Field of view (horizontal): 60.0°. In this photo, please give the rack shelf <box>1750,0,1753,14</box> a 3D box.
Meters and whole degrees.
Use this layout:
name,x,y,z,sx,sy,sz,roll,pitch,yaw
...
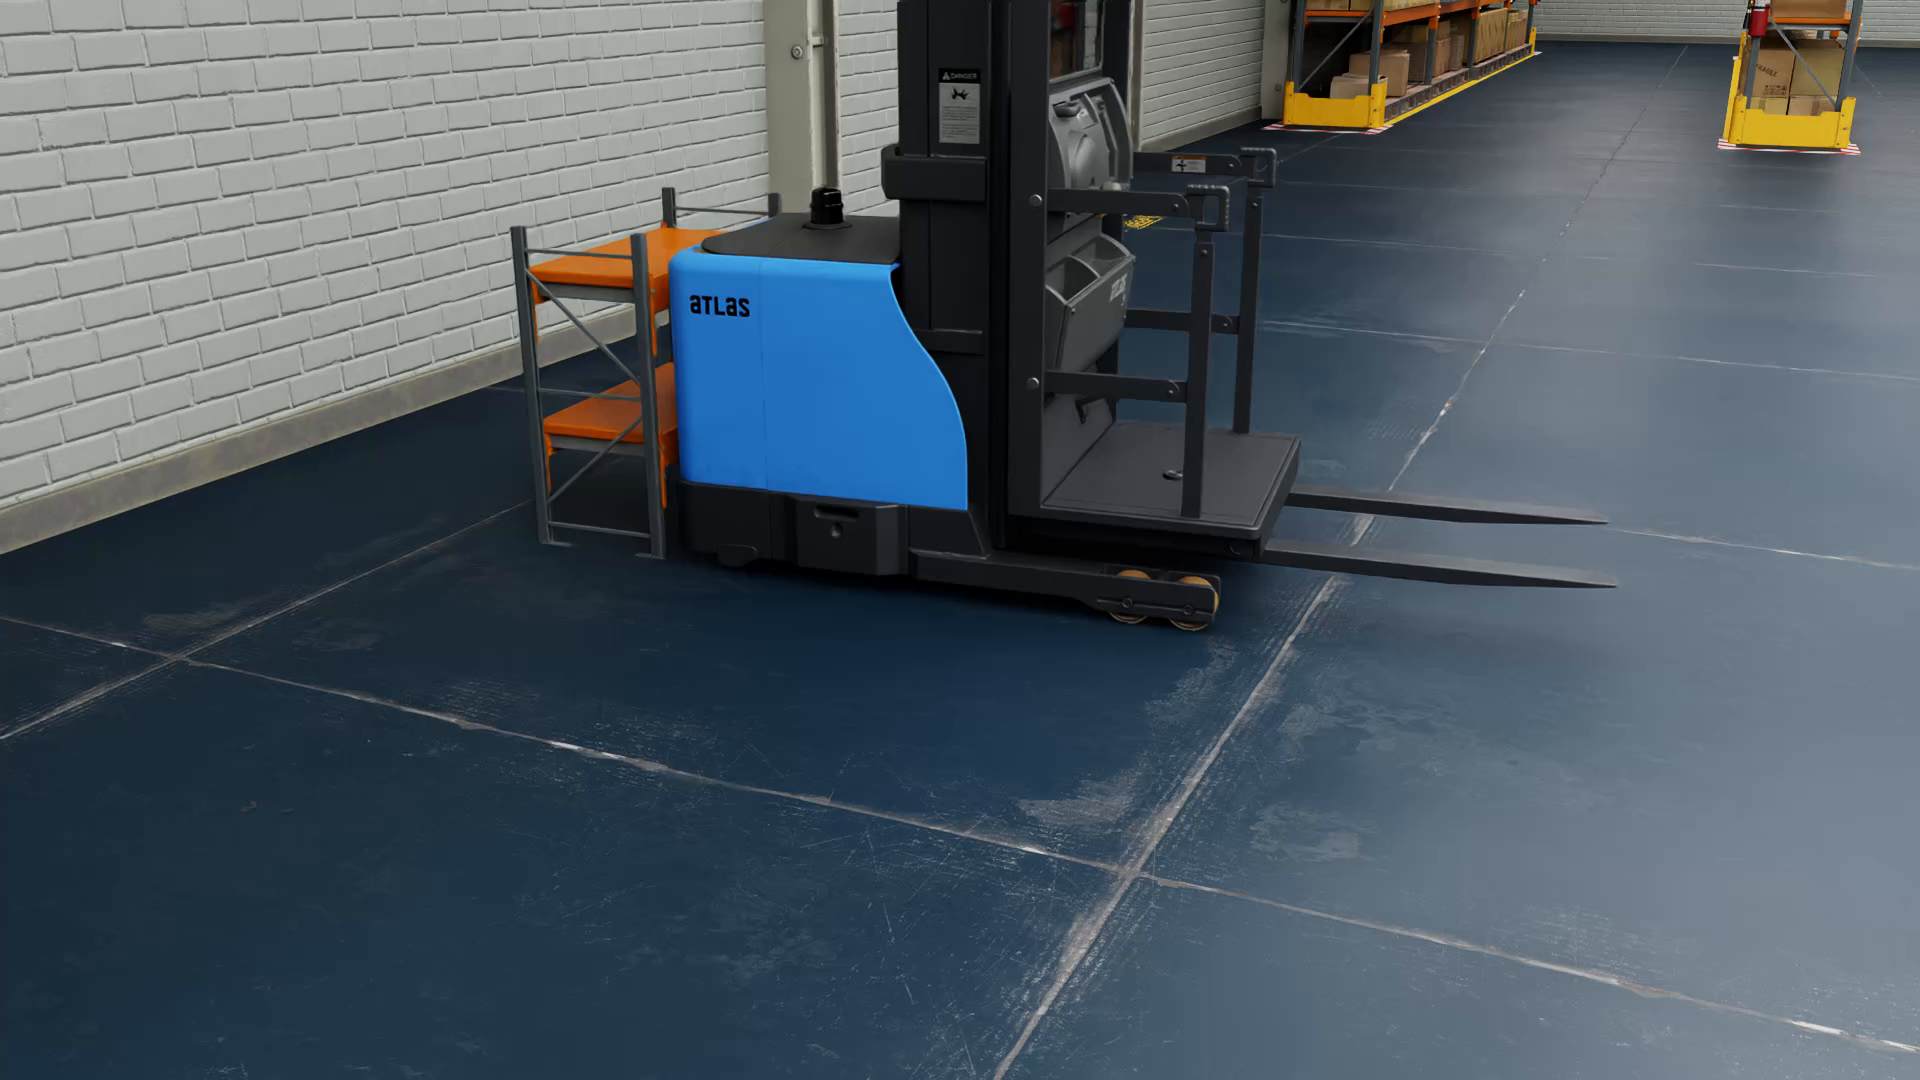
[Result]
name,x,y,z,sx,sy,sz,roll,pitch,yaw
rack shelf,13.072,-8.432,26.275,1.077,0.370,4.000,9,21,23

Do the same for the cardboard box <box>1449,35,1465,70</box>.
name,x,y,z,sx,sy,sz,roll,pitch,yaw
cardboard box,7.485,-7.640,26.050,0.700,0.500,0.500,9,21,23

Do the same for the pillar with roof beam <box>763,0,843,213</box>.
name,x,y,z,sx,sy,sz,roll,pitch,yaw
pillar with roof beam,2.968,-5.293,7.421,9.100,9.000,0.400,9,21,23

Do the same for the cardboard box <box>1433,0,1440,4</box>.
name,x,y,z,sx,sy,sz,roll,pitch,yaw
cardboard box,6.177,-7.368,22.403,0.500,0.250,0.500,9,21,23

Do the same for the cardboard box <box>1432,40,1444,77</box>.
name,x,y,z,sx,sy,sz,roll,pitch,yaw
cardboard box,6.792,-7.187,24.776,0.700,0.500,0.500,9,21,23

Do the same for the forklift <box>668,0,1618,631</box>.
name,x,y,z,sx,sy,sz,roll,pitch,yaw
forklift,0.608,-1.298,5.243,3.031,2.935,1.130,6,20,17

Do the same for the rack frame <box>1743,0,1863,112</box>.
name,x,y,z,sx,sy,sz,roll,pitch,yaw
rack frame,8.977,-5.714,17.559,1.000,3.000,0.127,9,21,23

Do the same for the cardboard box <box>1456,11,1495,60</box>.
name,x,y,z,sx,sy,sz,roll,pitch,yaw
cardboard box,8.518,-8.497,27.965,0.750,0.750,0.750,8,21,22

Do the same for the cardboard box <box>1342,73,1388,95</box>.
name,x,y,z,sx,sy,sz,roll,pitch,yaw
cardboard box,5.055,-5.706,20.894,0.500,0.311,0.500,11,22,27

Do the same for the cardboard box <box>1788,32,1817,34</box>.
name,x,y,z,sx,sy,sz,roll,pitch,yaw
cardboard box,13.535,-7.918,26.831,0.500,0.500,0.500,9,21,23

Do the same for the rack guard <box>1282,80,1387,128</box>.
name,x,y,z,sx,sy,sz,roll,pitch,yaw
rack guard,4.488,-5.238,19.951,1.175,0.500,0.348,9,21,23

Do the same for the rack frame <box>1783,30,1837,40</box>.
name,x,y,z,sx,sy,sz,roll,pitch,yaw
rack frame,10.615,-6.937,20.997,1.000,3.000,0.127,9,21,23

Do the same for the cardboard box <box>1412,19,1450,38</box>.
name,x,y,z,sx,sy,sz,roll,pitch,yaw
cardboard box,7.195,-7.828,25.458,0.500,0.250,0.500,9,21,24

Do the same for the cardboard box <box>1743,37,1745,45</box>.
name,x,y,z,sx,sy,sz,roll,pitch,yaw
cardboard box,14.843,-9.237,30.911,0.500,0.250,0.500,9,21,23

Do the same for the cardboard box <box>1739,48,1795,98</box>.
name,x,y,z,sx,sy,sz,roll,pitch,yaw
cardboard box,8.925,-5.174,18.399,0.500,0.500,0.500,9,21,23

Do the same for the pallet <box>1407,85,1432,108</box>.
name,x,y,z,sx,sy,sz,roll,pitch,yaw
pallet,5.852,-6.091,22.781,1.003,0.211,1.213,9,21,23

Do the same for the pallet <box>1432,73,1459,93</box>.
name,x,y,z,sx,sy,sz,roll,pitch,yaw
pallet,6.910,-6.914,25.095,1.003,0.211,1.213,9,21,23

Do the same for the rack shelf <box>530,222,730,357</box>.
name,x,y,z,sx,sy,sz,roll,pitch,yaw
rack shelf,-1.091,-0.929,6.028,0.538,0.278,1.000,7,21,19

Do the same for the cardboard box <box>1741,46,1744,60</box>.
name,x,y,z,sx,sy,sz,roll,pitch,yaw
cardboard box,11.771,-7.206,24.395,0.500,0.311,0.500,9,22,25

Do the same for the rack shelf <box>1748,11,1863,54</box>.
name,x,y,z,sx,sy,sz,roll,pitch,yaw
rack shelf,9.796,-5.986,19.398,1.077,0.370,4.000,9,21,23

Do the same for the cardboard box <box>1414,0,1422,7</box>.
name,x,y,z,sx,sy,sz,roll,pitch,yaw
cardboard box,5.569,-6.907,21.107,0.500,0.250,0.500,9,21,23

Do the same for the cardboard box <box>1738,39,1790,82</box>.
name,x,y,z,sx,sy,sz,roll,pitch,yaw
cardboard box,9.730,-5.788,20.124,0.500,0.500,0.500,9,21,23

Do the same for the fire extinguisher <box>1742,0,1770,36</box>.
name,x,y,z,sx,sy,sz,roll,pitch,yaw
fire extinguisher,8.505,-5.705,17.649,0.296,0.674,0.183,9,21,23

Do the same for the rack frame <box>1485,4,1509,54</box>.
name,x,y,z,sx,sy,sz,roll,pitch,yaw
rack frame,9.370,-10.061,29.782,1.000,3.000,0.127,9,21,23

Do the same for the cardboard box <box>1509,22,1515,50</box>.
name,x,y,z,sx,sy,sz,roll,pitch,yaw
cardboard box,9.979,-9.449,31.164,0.700,0.500,0.500,8,21,22

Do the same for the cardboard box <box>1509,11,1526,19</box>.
name,x,y,z,sx,sy,sz,roll,pitch,yaw
cardboard box,10.823,-10.239,32.419,0.380,0.149,0.250,9,22,24

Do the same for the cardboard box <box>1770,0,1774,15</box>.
name,x,y,z,sx,sy,sz,roll,pitch,yaw
cardboard box,9.391,-6.063,18.392,0.700,0.500,0.500,9,22,24

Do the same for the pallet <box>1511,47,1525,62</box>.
name,x,y,z,sx,sy,sz,roll,pitch,yaw
pallet,10.251,-9.343,31.925,1.003,0.211,1.213,9,21,23

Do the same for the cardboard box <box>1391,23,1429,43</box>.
name,x,y,z,sx,sy,sz,roll,pitch,yaw
cardboard box,6.558,-7.360,24.144,0.500,0.250,0.500,8,21,22

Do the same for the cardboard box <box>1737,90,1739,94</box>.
name,x,y,z,sx,sy,sz,roll,pitch,yaw
cardboard box,9.121,-4.975,18.959,0.500,0.250,0.500,9,21,23

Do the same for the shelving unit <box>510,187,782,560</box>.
name,x,y,z,sx,sy,sz,roll,pitch,yaw
shelving unit,-1.091,-0.653,6.126,0.538,1.125,1.048,7,21,19

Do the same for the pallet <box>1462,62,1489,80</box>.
name,x,y,z,sx,sy,sz,roll,pitch,yaw
pallet,8.124,-7.755,27.459,1.003,0.211,1.213,9,21,23

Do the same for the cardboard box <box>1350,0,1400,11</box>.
name,x,y,z,sx,sy,sz,roll,pitch,yaw
cardboard box,4.946,-6.437,19.786,0.500,0.250,0.500,8,21,21

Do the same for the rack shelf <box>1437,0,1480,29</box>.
name,x,y,z,sx,sy,sz,roll,pitch,yaw
rack shelf,6.914,-7.888,24.745,1.077,0.370,4.000,9,21,23

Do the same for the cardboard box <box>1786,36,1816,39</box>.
name,x,y,z,sx,sy,sz,roll,pitch,yaw
cardboard box,12.910,-7.450,25.514,0.500,0.500,0.500,8,21,21

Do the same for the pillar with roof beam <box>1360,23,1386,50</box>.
name,x,y,z,sx,sy,sz,roll,pitch,yaw
pillar with roof beam,10.339,-10.795,22.894,9.100,9.000,0.400,9,21,23

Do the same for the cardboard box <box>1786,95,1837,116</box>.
name,x,y,z,sx,sy,sz,roll,pitch,yaw
cardboard box,9.400,-4.750,18.324,0.500,0.250,0.500,9,21,23

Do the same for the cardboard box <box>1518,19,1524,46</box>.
name,x,y,z,sx,sy,sz,roll,pitch,yaw
cardboard box,10.608,-9.923,32.498,0.700,0.500,0.500,8,21,23

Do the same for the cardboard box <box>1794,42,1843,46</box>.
name,x,y,z,sx,sy,sz,roll,pitch,yaw
cardboard box,10.017,-5.561,19.487,0.500,0.500,0.500,9,21,23
